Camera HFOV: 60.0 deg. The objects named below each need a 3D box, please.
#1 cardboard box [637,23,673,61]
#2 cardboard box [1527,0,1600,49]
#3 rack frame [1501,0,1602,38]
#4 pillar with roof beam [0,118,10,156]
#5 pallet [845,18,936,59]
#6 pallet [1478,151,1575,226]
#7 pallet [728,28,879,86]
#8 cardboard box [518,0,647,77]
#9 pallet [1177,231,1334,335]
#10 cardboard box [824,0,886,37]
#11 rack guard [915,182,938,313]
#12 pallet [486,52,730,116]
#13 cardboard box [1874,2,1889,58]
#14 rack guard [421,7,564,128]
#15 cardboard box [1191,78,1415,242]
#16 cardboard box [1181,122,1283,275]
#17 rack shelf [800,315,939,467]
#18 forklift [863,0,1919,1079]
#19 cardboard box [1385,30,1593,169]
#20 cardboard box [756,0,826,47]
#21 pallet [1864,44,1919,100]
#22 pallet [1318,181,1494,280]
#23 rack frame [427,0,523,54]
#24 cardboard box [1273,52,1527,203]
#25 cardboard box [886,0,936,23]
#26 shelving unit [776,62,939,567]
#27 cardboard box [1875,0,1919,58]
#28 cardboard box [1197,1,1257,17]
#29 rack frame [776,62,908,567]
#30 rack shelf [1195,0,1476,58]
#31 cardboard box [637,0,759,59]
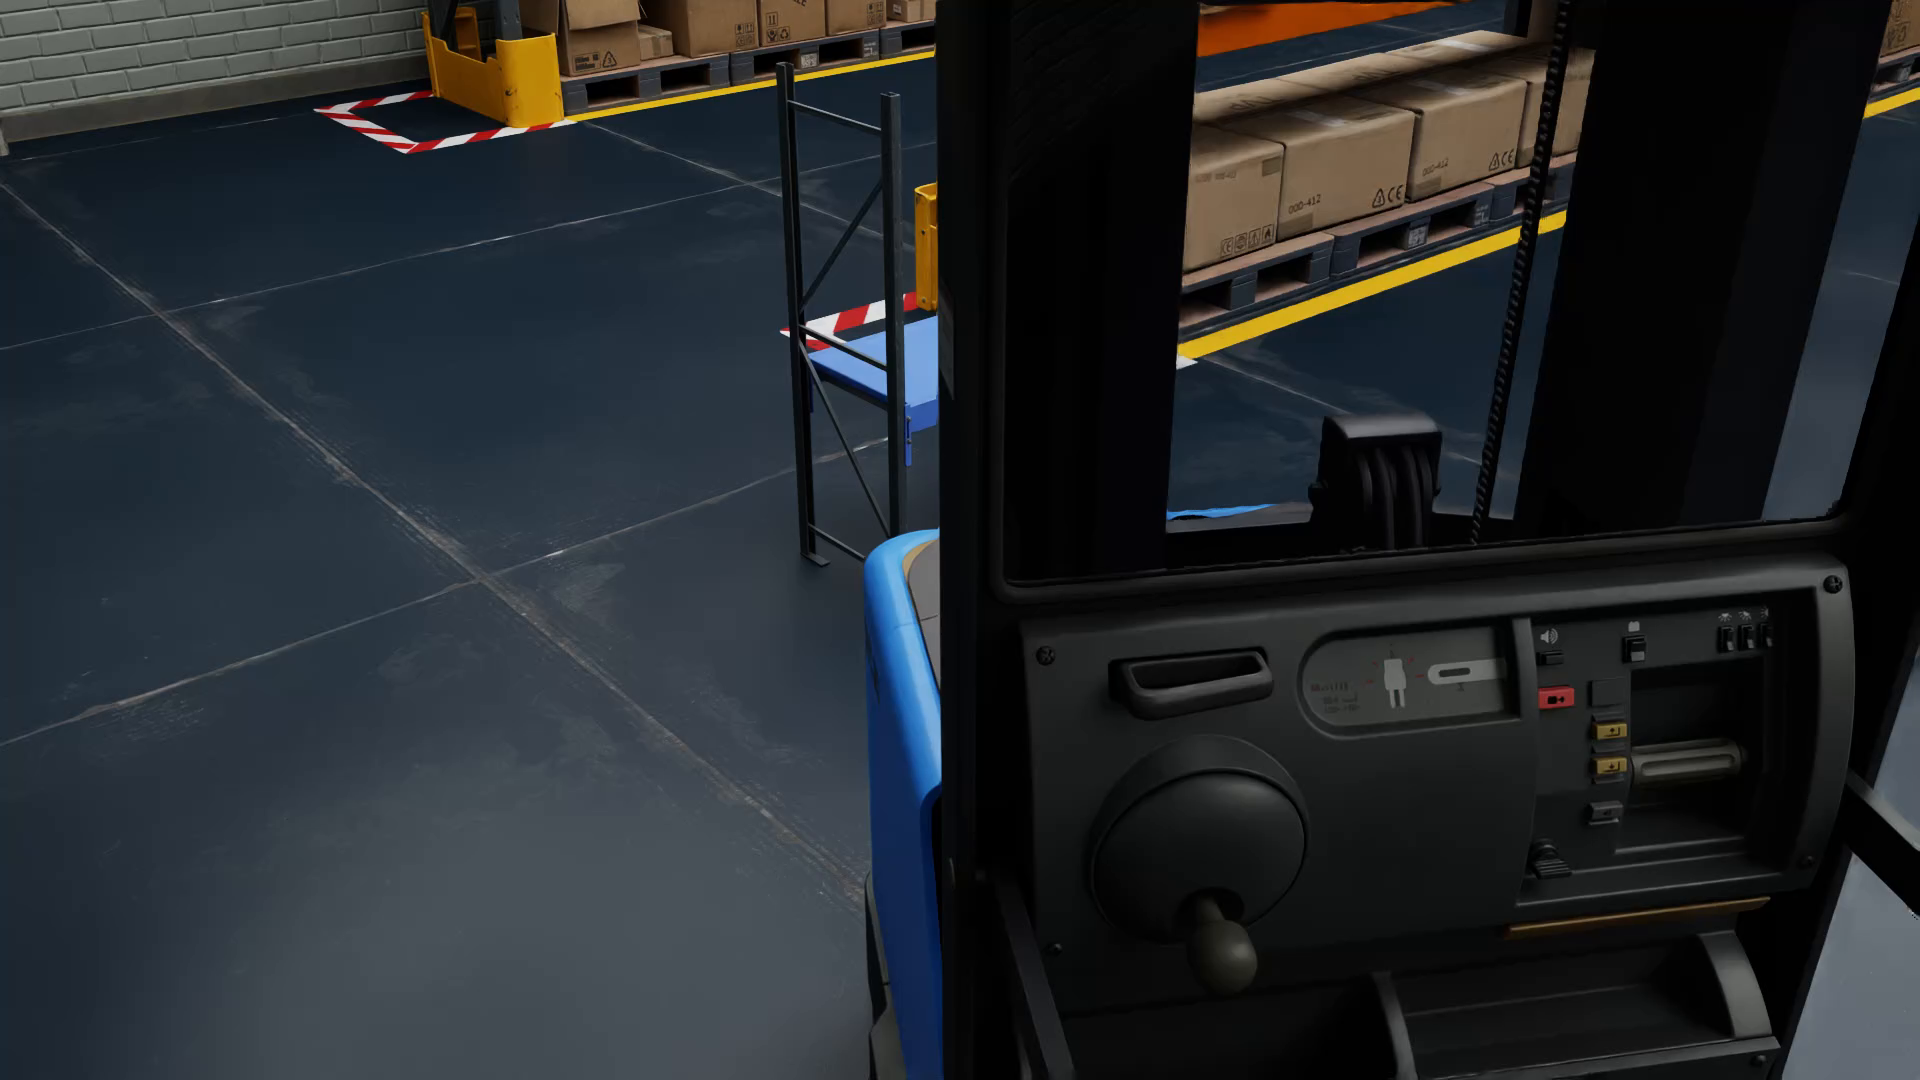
[{"bbox_3d":[-2.036,-3.167,10.573,0.250,0.149,0.380,-24,36,-37],"label":"cardboard box"},{"bbox_3d":[3.776,-2.882,9.269,0.875,0.875,0.875,-21,34,-33],"label":"cardboard box"},{"bbox_3d":[3.356,-3.415,8.458,0.127,3.000,1.000,-22,35,-35],"label":"rack frame"},{"bbox_3d":[-2.753,-4.571,4.256,0.400,9.000,9.100,-22,35,-35],"label":"pillar with roof beam"},{"bbox_3d":[-0.391,-3.754,12.051,1.213,0.211,1.003,-22,35,-35],"label":"pallet"},{"bbox_3d":[2.727,-1.981,8.733,1.213,0.211,1.003,-22,35,-35],"label":"pallet"},{"bbox_3d":[-1.320,-3.379,11.349,1.213,0.211,1.003,-22,35,-35],"label":"pallet"},{"bbox_3d":[-2.384,-3.208,10.273,0.637,0.503,0.797,-24,36,-37],"label":"cardboard box"},{"bbox_3d":[0.871,-1.234,7.336,1.213,0.211,1.003,-22,35,-35],"label":"pallet"},{"bbox_3d":[-0.919,-3.771,11.331,0.500,0.500,0.700,-23,36,-37],"label":"cardboard box"},{"bbox_3d":[0.295,-1.082,6.744,0.348,0.500,1.175,-22,35,-35],"label":"rack guard"},{"bbox_3d":[-2.247,-3.008,10.654,1.213,0.211,1.003,-22,35,-35],"label":"pallet"},{"bbox_3d":[5.139,-3.434,10.302,0.875,0.875,0.875,-21,35,-34],"label":"cardboard box"},{"bbox_3d":[-2.853,-2.891,10.129,0.348,0.500,1.175,-22,35,-35],"label":"rack guard"},{"bbox_3d":[1.441,-1.768,7.648,0.875,0.438,0.875,-21,34,-34],"label":"cardboard box"},{"bbox_3d":[0.751,-1.485,7.118,0.875,0.438,0.875,-23,36,-37],"label":"cardboard box"},{"bbox_3d":[0.065,-0.529,5.030,1.000,0.185,0.538,-22,35,-35],"label":"rack shelf"},{"bbox_3d":[0.563,0.286,1.605,1.130,2.935,3.031,-5,28,-8],"label":"forklift"},{"bbox_3d":[2.809,-2.317,8.676,0.875,0.438,0.875,-22,35,-36],"label":"cardboard box"},{"bbox_3d":[-1.242,-3.580,10.972,0.500,0.500,0.500,-21,35,-34],"label":"cardboard box"},{"bbox_3d":[5.751,-3.195,11.004,1.213,0.211,1.003,-22,35,-35],"label":"pallet"},{"bbox_3d":[1.798,-1.606,8.031,1.213,0.211,1.003,-22,35,-35],"label":"pallet"},{"bbox_3d":[-2.911,-3.970,9.497,0.127,3.000,1.000,-22,35,-35],"label":"rack frame"},{"bbox_3d":[2.128,-2.043,8.163,0.875,0.438,0.875,-23,36,-36],"label":"cardboard box"},{"bbox_3d":[-0.373,-3.788,11.611,0.258,0.266,0.396,-20,34,-33],"label":"cardboard box"},{"bbox_3d":[0.065,-0.688,4.945,1.048,1.500,0.538,-22,35,-35],"label":"shelving unit"},{"bbox_3d":[5.820,-3.705,10.810,0.875,0.875,0.875,-22,35,-35],"label":"cardboard box"},{"bbox_3d":[0.865,-2.280,6.227,0.500,0.500,0.500,-22,35,-35],"label":"cardboard box"},{"bbox_3d":[-0.322,-0.532,4.654,0.032,1.500,0.500,-22,35,-35],"label":"rack frame"},{"bbox_3d":[1.835,-2.486,7.483,4.000,0.370,1.077,-22,35,-35],"label":"rack shelf"},{"bbox_3d":[-1.709,-3.454,10.737,0.500,0.500,0.700,-20,34,-33],"label":"cardboard box"}]
